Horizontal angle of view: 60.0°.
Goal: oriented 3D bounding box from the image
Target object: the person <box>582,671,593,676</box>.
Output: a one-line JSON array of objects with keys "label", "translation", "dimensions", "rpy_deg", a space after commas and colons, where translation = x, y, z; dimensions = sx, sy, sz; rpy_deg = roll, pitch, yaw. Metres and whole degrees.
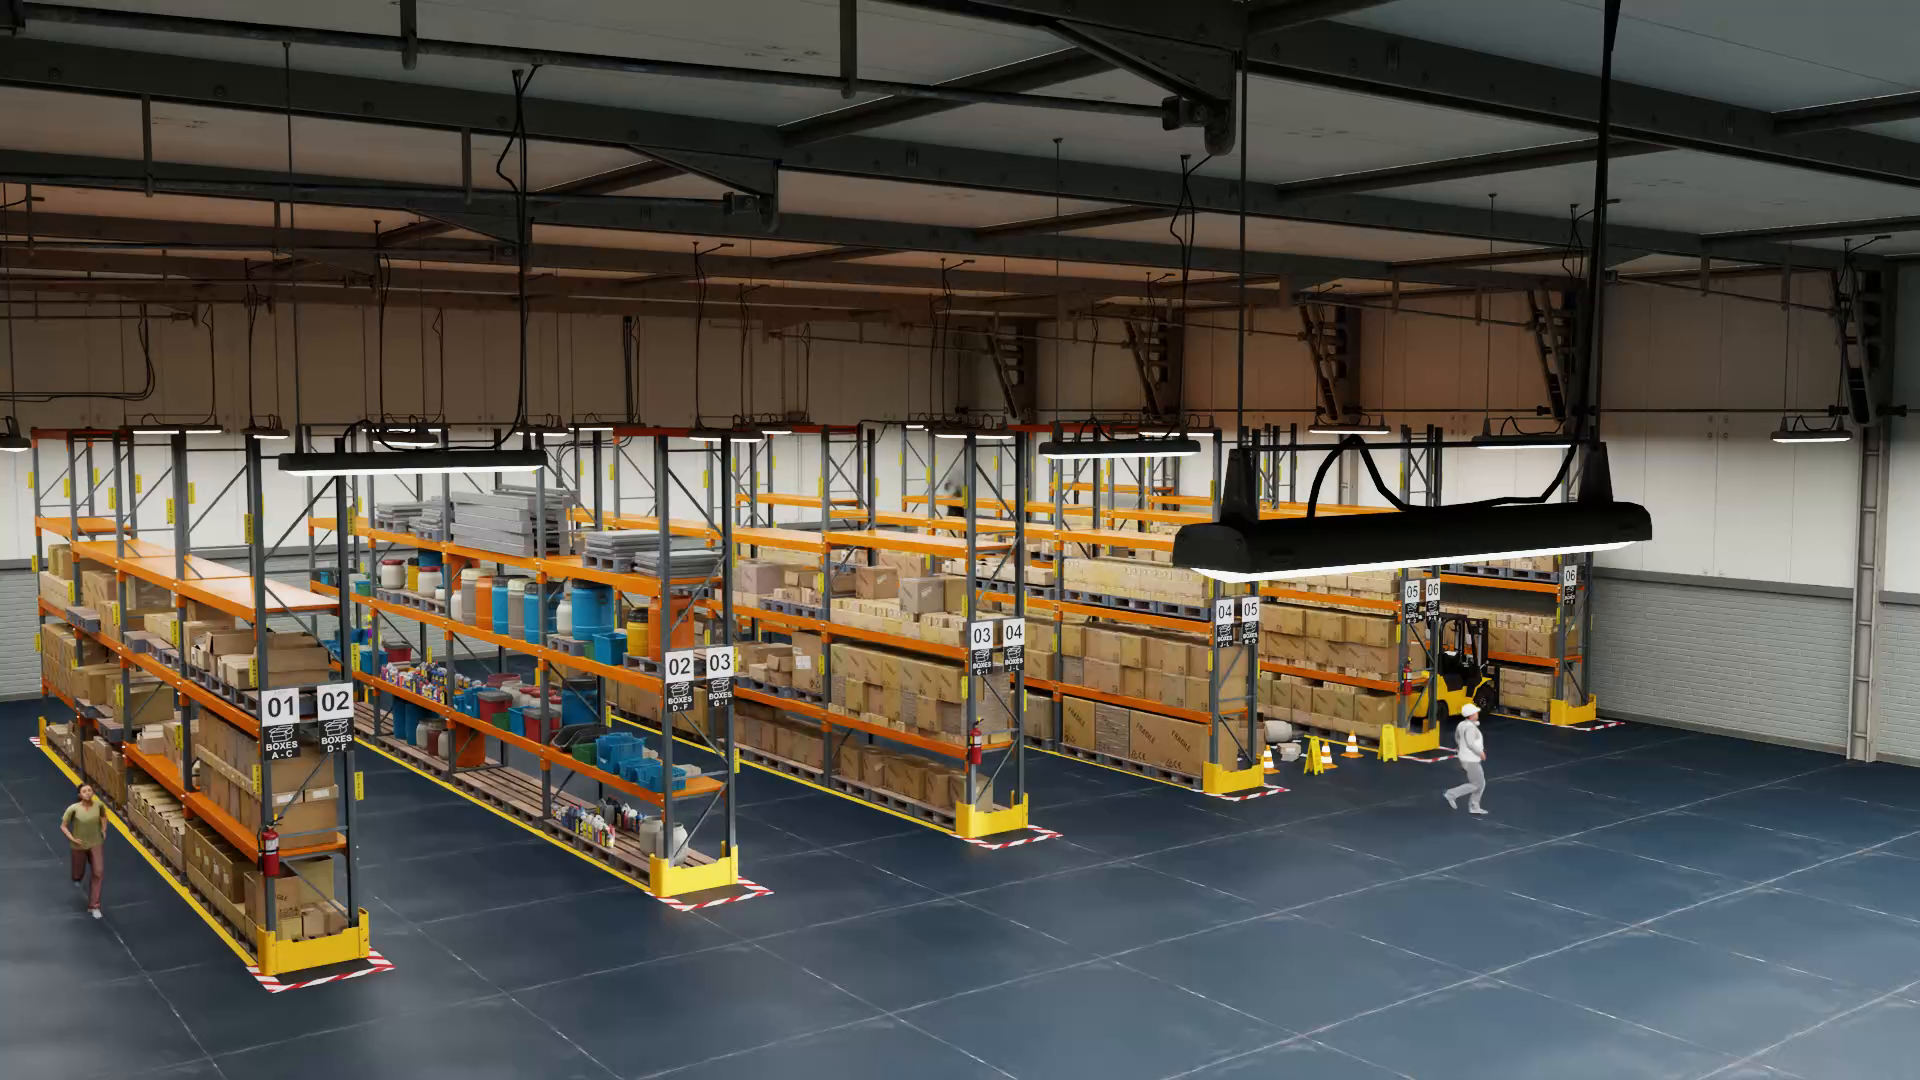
[{"label": "person", "translation": [-6.845, 3.161, 30.557], "dimensions": [0.657, 1.567, 0.546], "rpy_deg": [4, 6, 41]}]

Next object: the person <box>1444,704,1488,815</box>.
[{"label": "person", "translation": [7.929, 3.428, 26.011], "dimensions": [0.711, 1.750, 0.668], "rpy_deg": [0, 4, 5]}]

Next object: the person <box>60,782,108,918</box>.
[{"label": "person", "translation": [-11.060, 3.891, 21.045], "dimensions": [0.560, 1.635, 1.005], "rpy_deg": [-3, 6, -36]}]

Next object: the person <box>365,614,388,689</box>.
[{"label": "person", "translation": [-13.182, 2.515, 37.578], "dimensions": [0.597, 1.720, 0.690], "rpy_deg": [-2, 5, -25]}]
